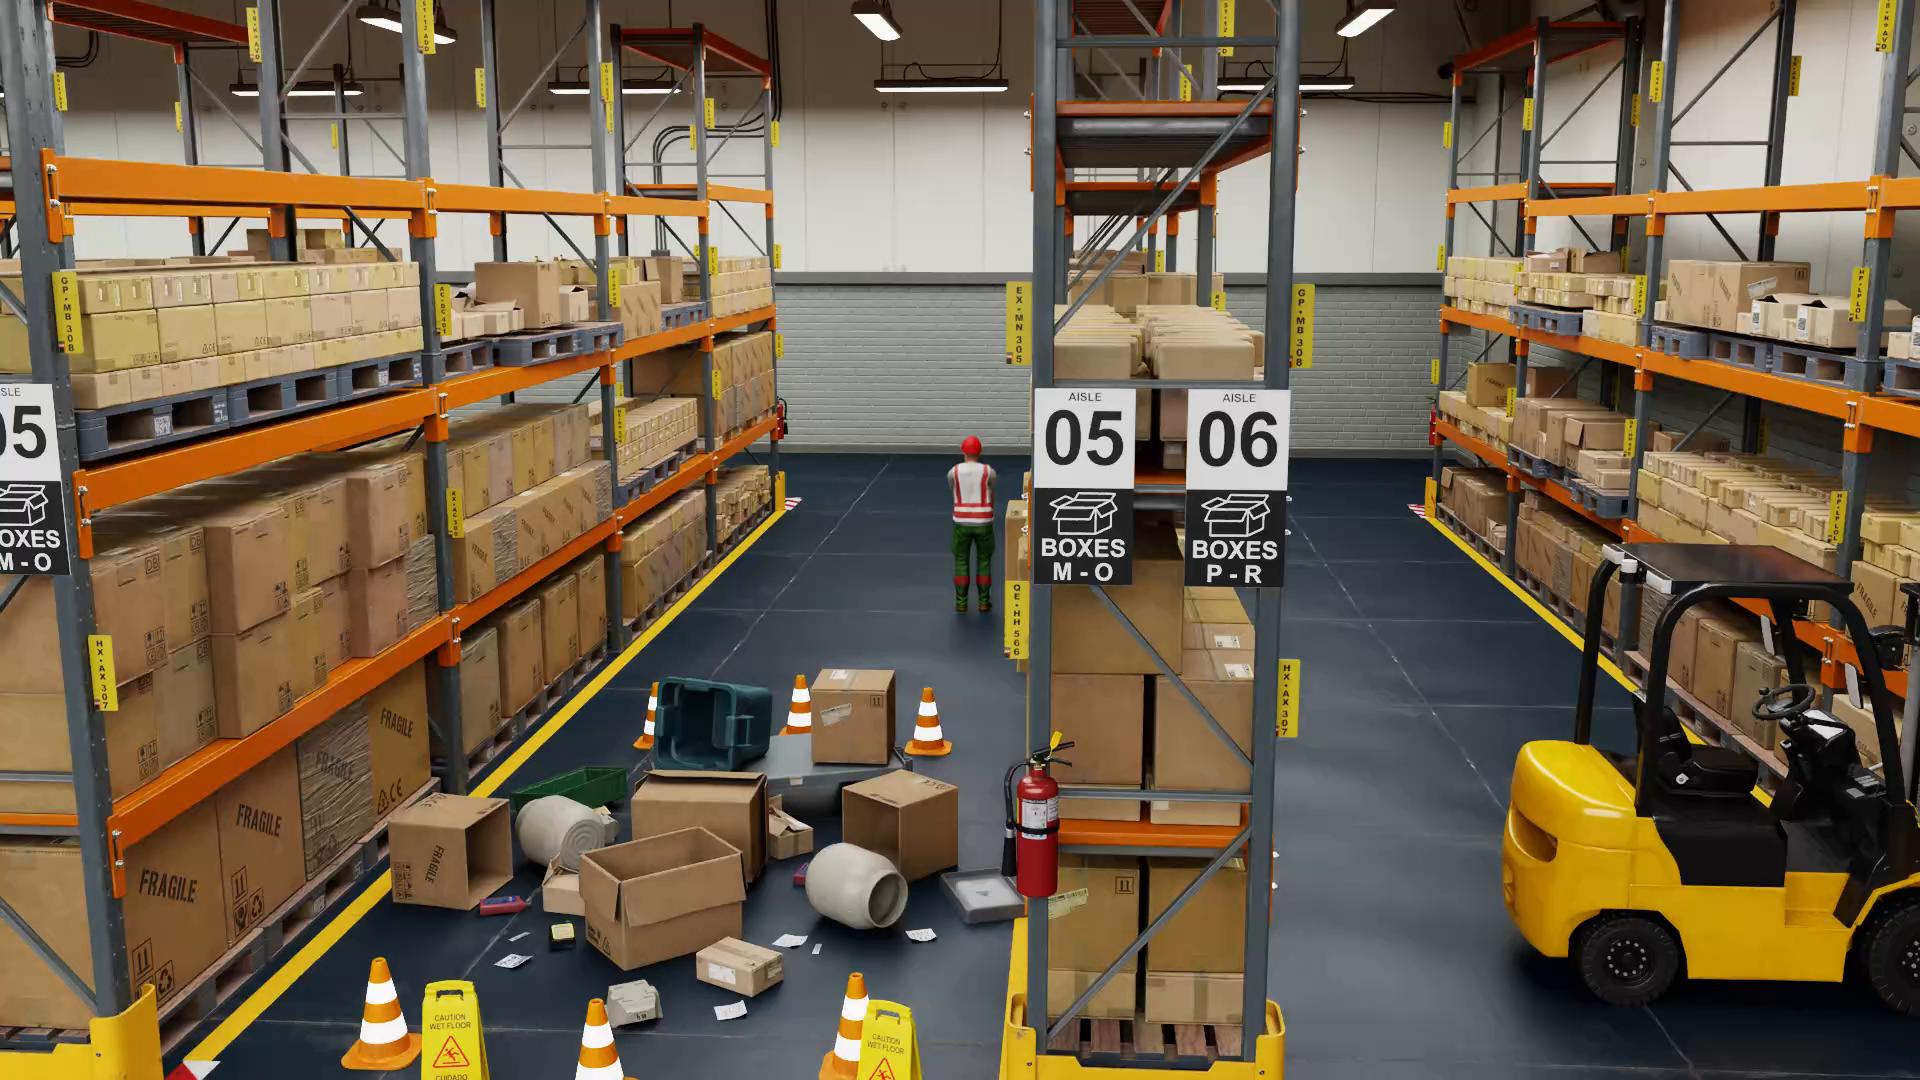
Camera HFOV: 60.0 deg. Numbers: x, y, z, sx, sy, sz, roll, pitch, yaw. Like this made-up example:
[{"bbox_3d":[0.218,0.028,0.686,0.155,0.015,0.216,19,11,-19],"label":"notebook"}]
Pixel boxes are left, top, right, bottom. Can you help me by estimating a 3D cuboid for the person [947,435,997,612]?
[{"bbox_3d":[0.132,-0.189,16.868,0.495,1.786,0.558,1,11,4],"label":"person"}]
